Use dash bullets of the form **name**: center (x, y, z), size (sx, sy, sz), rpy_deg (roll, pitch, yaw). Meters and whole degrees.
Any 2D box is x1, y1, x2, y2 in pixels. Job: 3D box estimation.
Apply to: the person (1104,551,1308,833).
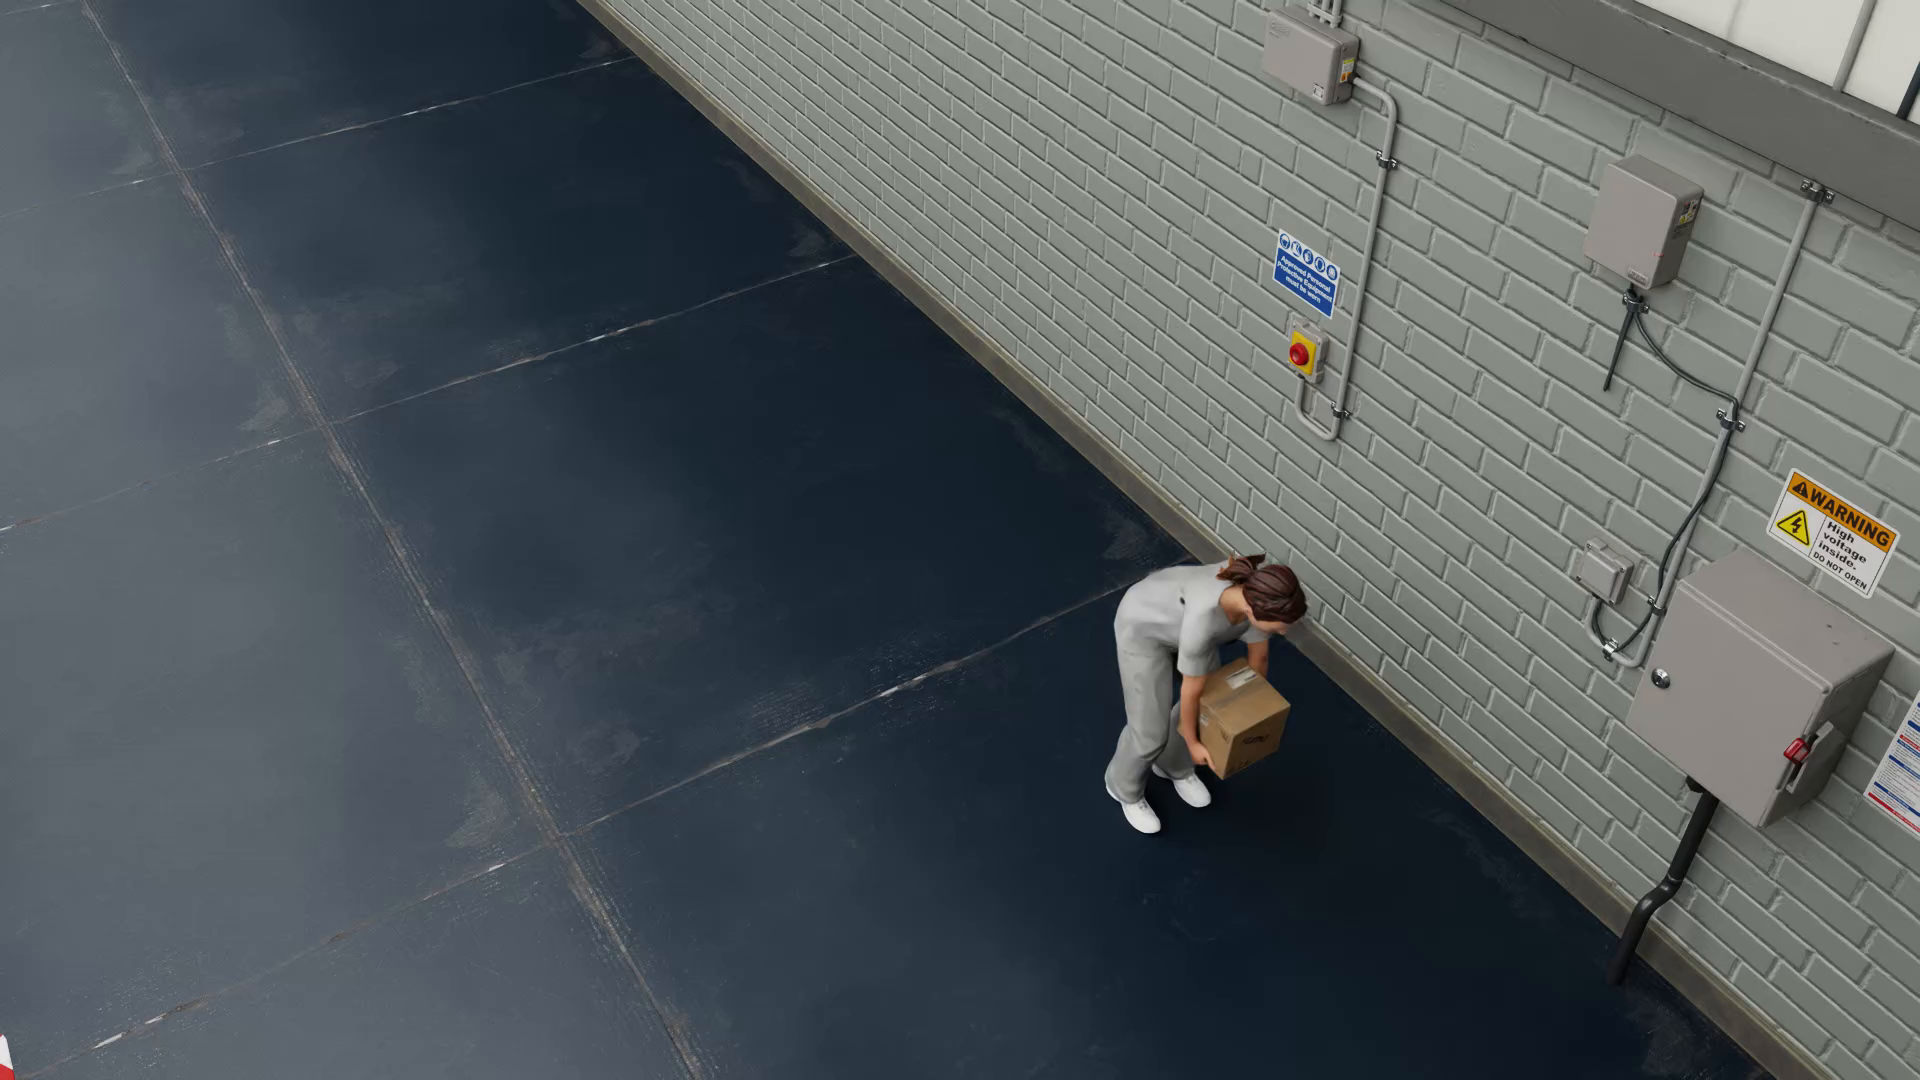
- **person**: center (0.835, 0.511, 5.748), size (0.415, 1.446, 0.723), rpy_deg (-24, 46, -25)
